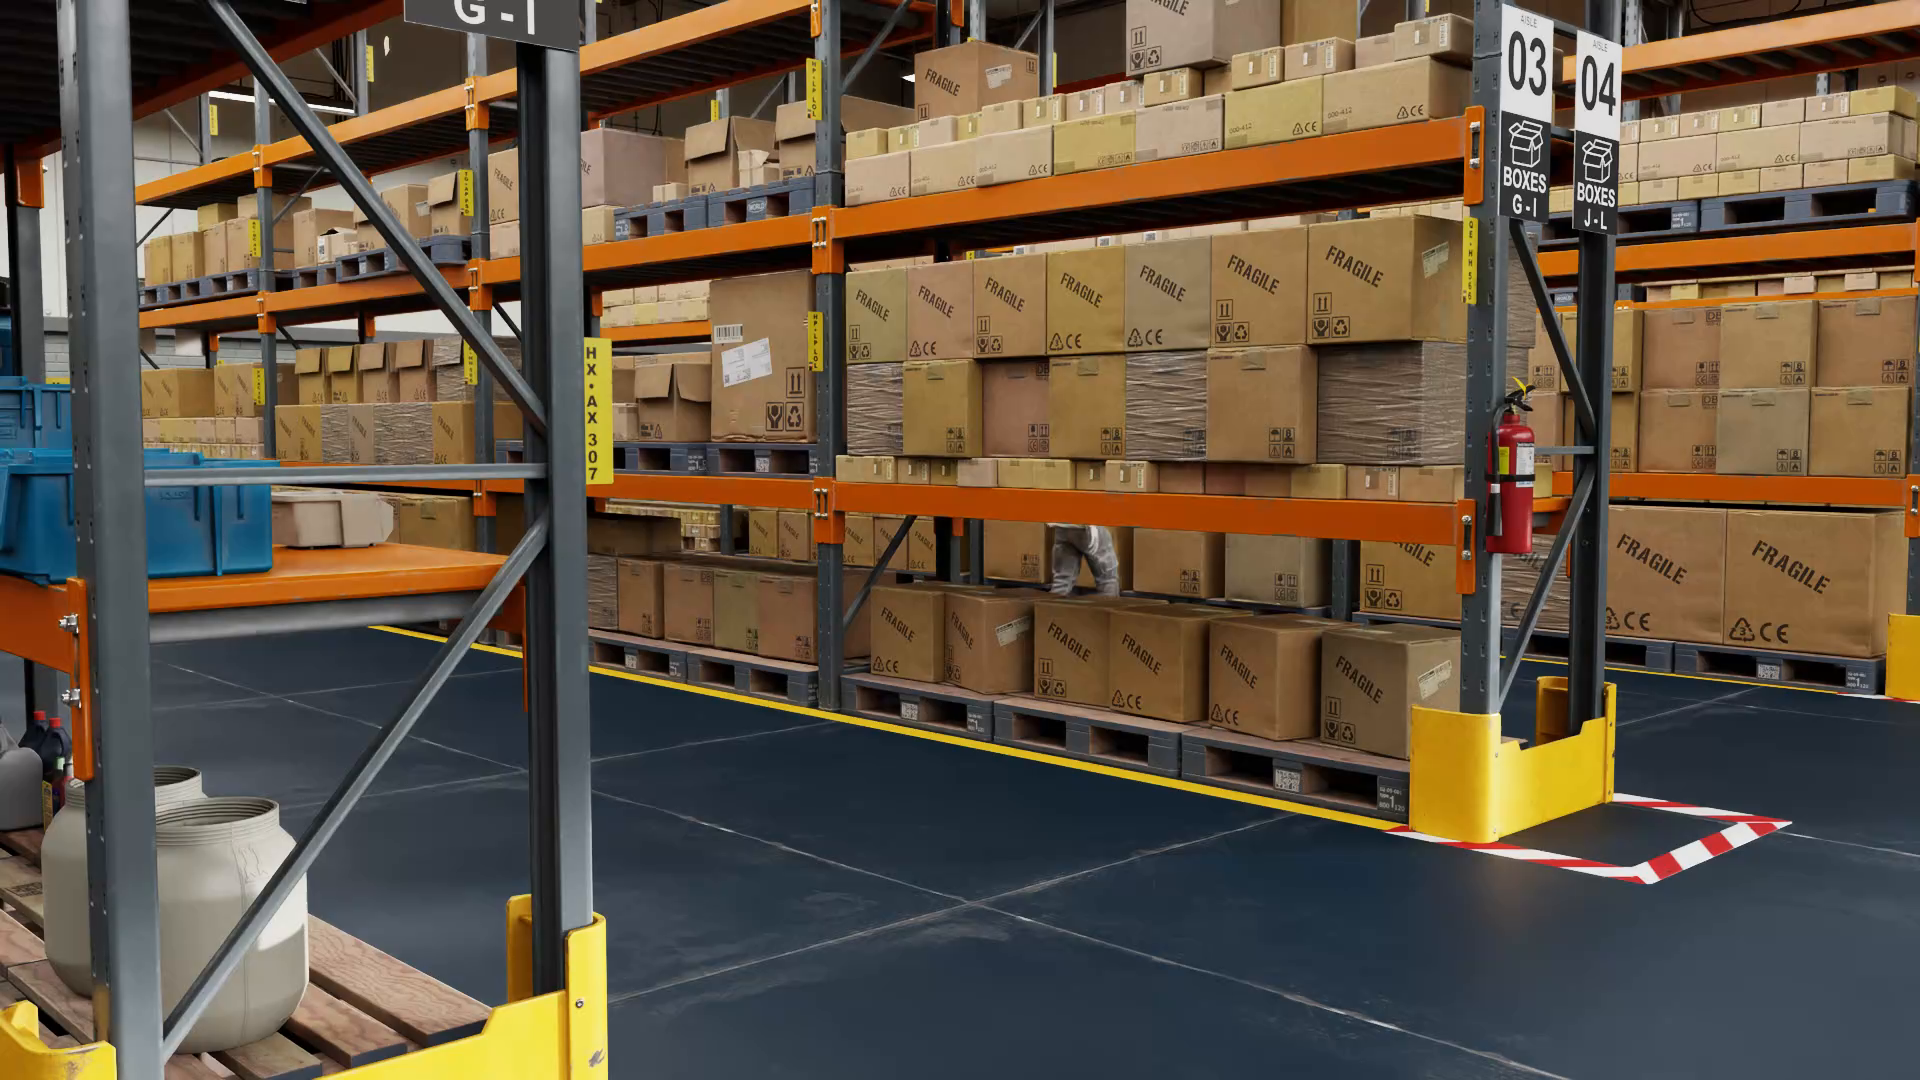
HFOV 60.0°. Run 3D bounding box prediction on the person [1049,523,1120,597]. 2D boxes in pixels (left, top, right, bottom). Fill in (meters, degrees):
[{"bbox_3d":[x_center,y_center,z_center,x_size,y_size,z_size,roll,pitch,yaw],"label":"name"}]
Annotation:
[{"bbox_3d":[0.915,-0.089,11.569,0.797,1.760,0.599,-3,5,-39],"label":"person"}]
